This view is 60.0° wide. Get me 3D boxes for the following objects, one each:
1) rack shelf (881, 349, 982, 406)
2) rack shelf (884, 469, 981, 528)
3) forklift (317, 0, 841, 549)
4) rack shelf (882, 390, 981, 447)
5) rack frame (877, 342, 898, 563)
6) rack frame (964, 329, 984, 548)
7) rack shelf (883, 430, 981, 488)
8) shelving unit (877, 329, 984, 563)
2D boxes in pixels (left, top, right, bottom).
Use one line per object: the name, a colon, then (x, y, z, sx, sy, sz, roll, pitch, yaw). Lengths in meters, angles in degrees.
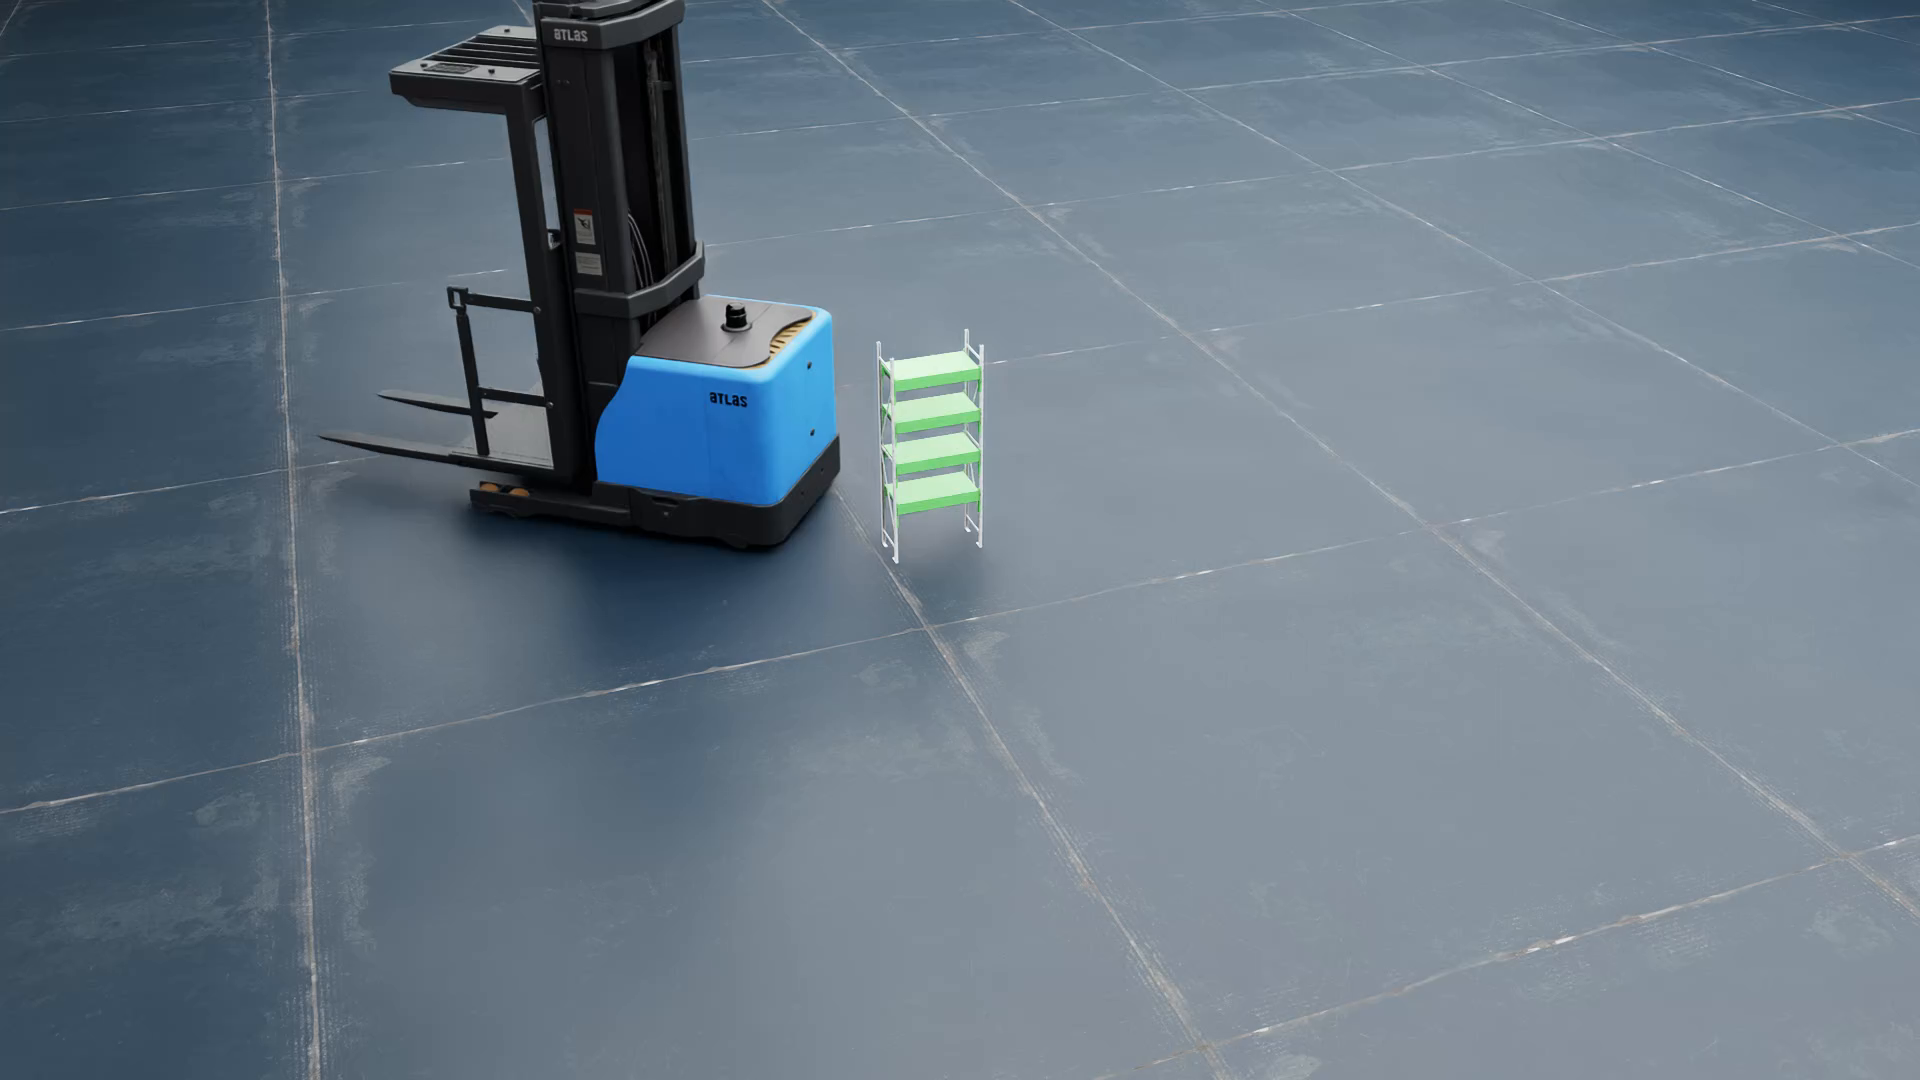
rack shelf: (-0.155, -0.854, 8.697, 0.480, 0.148, 0.258, -10, 31, -18)
rack shelf: (-0.155, -0.229, 9.053, 0.480, 0.148, 0.258, -10, 31, -18)
forklift: (-2.282, -1.637, 9.163, 3.031, 2.935, 1.130, 9, 31, 15)
rack shelf: (-0.155, -0.646, 8.816, 0.480, 0.148, 0.258, -10, 31, -18)
rack frame: (-0.384, -0.451, 8.829, 0.015, 1.200, 0.240, -10, 31, -18)
rack frame: (0.074, -0.535, 8.977, 0.015, 1.200, 0.240, -10, 31, -18)
rack shelf: (-0.155, -0.437, 8.934, 0.480, 0.148, 0.258, -10, 31, -18)
shelving unit: (-0.155, -0.493, 8.903, 0.503, 1.200, 0.258, -10, 31, -18)
